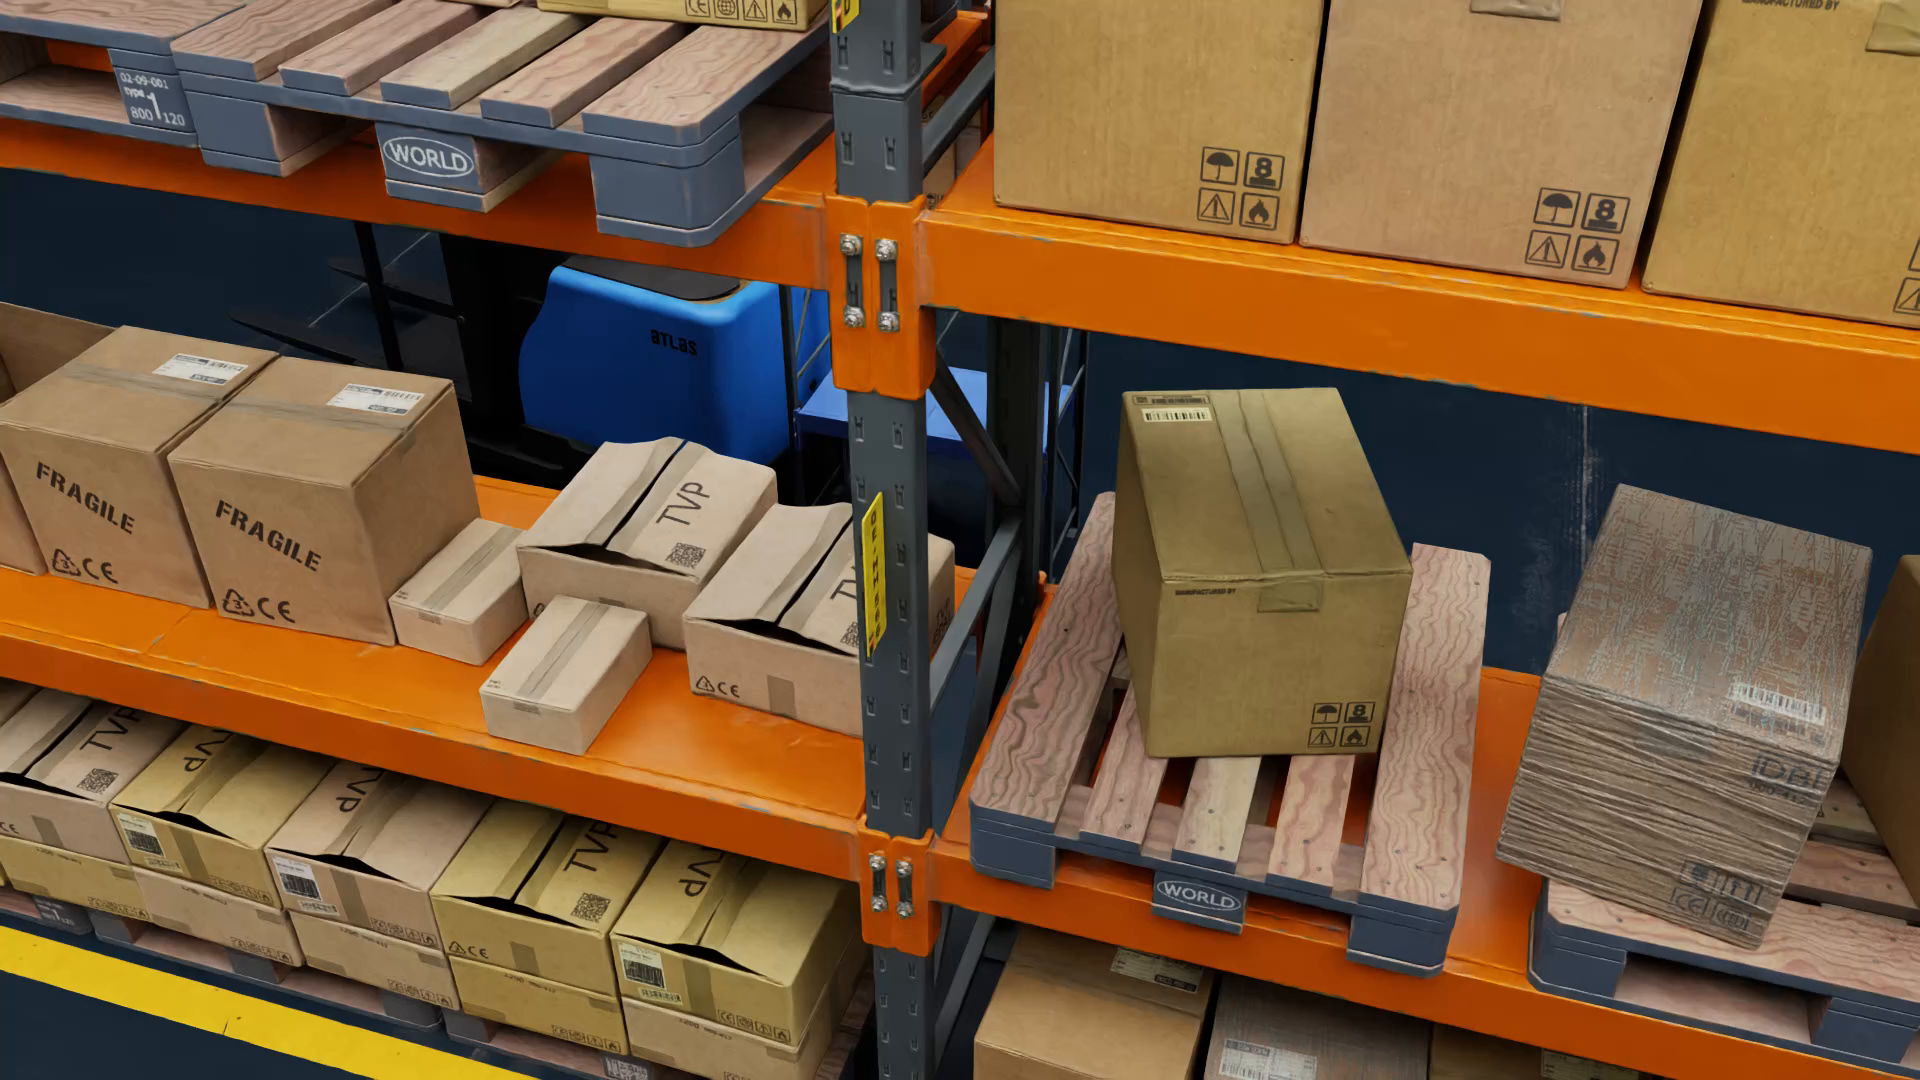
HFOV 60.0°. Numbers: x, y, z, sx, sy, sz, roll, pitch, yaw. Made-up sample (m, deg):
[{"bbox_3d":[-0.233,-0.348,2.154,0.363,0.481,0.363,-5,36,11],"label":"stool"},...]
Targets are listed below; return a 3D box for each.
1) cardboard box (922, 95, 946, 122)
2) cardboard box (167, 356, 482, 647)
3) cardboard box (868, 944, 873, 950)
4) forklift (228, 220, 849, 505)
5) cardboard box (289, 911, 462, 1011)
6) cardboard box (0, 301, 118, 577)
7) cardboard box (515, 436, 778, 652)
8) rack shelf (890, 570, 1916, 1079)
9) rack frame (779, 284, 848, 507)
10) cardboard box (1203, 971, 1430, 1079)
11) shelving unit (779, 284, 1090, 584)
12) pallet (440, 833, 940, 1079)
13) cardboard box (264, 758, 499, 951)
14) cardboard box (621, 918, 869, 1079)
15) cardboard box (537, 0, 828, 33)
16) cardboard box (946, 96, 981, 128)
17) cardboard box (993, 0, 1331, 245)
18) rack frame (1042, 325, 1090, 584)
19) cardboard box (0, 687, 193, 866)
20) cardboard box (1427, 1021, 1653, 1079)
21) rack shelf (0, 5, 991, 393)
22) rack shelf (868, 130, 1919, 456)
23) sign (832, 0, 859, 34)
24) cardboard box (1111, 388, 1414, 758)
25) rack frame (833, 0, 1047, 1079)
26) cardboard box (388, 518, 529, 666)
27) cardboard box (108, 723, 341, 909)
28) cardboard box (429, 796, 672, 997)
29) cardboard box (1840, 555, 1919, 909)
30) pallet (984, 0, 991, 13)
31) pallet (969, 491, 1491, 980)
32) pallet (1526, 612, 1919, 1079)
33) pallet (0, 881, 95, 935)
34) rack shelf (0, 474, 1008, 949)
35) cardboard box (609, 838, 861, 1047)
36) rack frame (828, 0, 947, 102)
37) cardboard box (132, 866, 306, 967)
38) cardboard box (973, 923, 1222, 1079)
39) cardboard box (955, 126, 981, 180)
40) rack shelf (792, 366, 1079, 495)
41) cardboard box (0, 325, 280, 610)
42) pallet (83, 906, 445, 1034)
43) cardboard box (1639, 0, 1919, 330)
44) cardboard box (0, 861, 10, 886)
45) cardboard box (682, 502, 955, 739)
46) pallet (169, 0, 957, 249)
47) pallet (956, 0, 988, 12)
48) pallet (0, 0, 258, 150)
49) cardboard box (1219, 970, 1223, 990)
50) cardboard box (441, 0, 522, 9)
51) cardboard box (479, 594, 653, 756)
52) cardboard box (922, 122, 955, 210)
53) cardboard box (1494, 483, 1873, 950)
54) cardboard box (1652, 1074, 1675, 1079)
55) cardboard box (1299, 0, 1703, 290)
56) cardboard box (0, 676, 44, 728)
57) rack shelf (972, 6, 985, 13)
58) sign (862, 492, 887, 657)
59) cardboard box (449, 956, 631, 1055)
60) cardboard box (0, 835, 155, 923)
[{"bbox_3d":[-0.246,-2.378,8.555,0.500,0.250,0.500,10,38,14],"label":"cardboard box"},{"bbox_3d":[-1.606,-0.108,4.281,0.500,0.500,0.500,9,37,11],"label":"cardboard box"},{"bbox_3d":[-0.411,0.900,4.963,0.500,0.250,0.500,10,38,14],"label":"cardboard box"},{"bbox_3d":[-1.952,-1.806,6.731,3.031,2.935,1.130,18,40,23],"label":"forklift"},{"bbox_3d":[-1.546,1.024,4.794,0.500,0.250,0.500,11,38,15],"label":"cardboard box"},{"bbox_3d":[-2.586,-0.289,4.528,0.500,0.500,0.500,13,38,17],"label":"cardboard box"},{"bbox_3d":[-0.795,-0.012,4.311,0.500,0.311,0.500,10,38,13],"label":"cardboard box"},{"bbox_3d":[1.910,0.863,3.654,4.000,0.370,1.077,10,38,14],"label":"rack shelf"},{"bbox_3d":[-0.567,-0.709,6.448,0.032,1.500,0.500,10,38,14],"label":"rack frame"},{"bbox_3d":[0.852,1.381,4.081,0.500,0.500,0.500,9,37,12],"label":"cardboard box"},{"bbox_3d":[-0.081,-0.619,6.326,1.048,1.500,0.538,10,38,14],"label":"shelving unit"},{"bbox_3d":[-0.773,1.175,4.975,1.213,0.211,1.003,10,38,14],"label":"pallet"},{"bbox_3d":[-1.551,0.800,4.625,0.500,0.311,0.500,10,38,14],"label":"cardboard box"},{"bbox_3d":[-0.574,1.203,4.550,0.500,0.250,0.500,11,38,15],"label":"cardboard box"},{"bbox_3d":[-0.449,-1.145,3.017,0.500,0.250,0.500,8,37,10],"label":"cardboard box"},{"bbox_3d":[0.246,-2.290,8.436,0.500,0.250,0.500,11,38,15],"label":"cardboard box"},{"bbox_3d":[0.427,-0.970,2.923,0.500,0.500,0.910,10,38,14],"label":"cardboard box"},{"bbox_3d":[0.404,-0.529,6.204,0.032,1.500,0.500,10,38,14],"label":"rack frame"},{"bbox_3d":[-2.526,0.622,4.867,0.500,0.311,0.500,9,37,12],"label":"cardboard box"},{"bbox_3d":[1.329,1.473,3.956,0.500,0.500,0.500,10,38,13],"label":"cardboard box"},{"bbox_3d":[-1.908,-1.052,3.725,4.000,0.370,1.077,10,38,14],"label":"rack shelf"},{"bbox_3d":[1.910,-0.345,2.764,4.000,0.370,1.077,10,38,14],"label":"rack shelf"},{"bbox_3d":[-0.172,-0.916,2.430,0.005,0.325,0.100,10,38,14],"label":"sign"},{"bbox_3d":[0.636,0.058,3.702,0.500,0.500,0.700,-1,36,-2],"label":"cardboard box"},{"bbox_3d":[0.001,0.220,3.921,0.127,3.000,1.000,10,38,14],"label":"rack frame"},{"bbox_3d":[-1.233,0.128,4.258,0.250,0.149,0.380,13,38,17],"label":"cardboard box"},{"bbox_3d":[-2.029,0.710,4.747,0.500,0.311,0.500,12,38,15],"label":"cardboard box"},{"bbox_3d":[-1.070,0.891,4.501,0.500,0.311,0.500,10,38,13],"label":"cardboard box"},{"bbox_3d":[2.114,0.440,3.183,0.500,0.500,0.700,2,36,2],"label":"cardboard box"},{"bbox_3d":[0.762,-2.572,7.876,1.003,0.211,1.213,10,38,14],"label":"pallet"},{"bbox_3d":[0.669,0.377,3.869,1.003,0.211,1.213,10,38,14],"label":"pallet"},{"bbox_3d":[1.859,0.638,3.514,1.213,0.211,1.003,10,38,14],"label":"pallet"},{"bbox_3d":[-3.102,0.744,5.561,1.213,0.211,1.003,10,38,14],"label":"pallet"},{"bbox_3d":[-1.908,0.156,4.614,4.000,0.370,1.077,10,38,14],"label":"rack shelf"},{"bbox_3d":[-0.572,0.979,4.381,0.500,0.311,0.500,11,38,15],"label":"cardboard box"},{"bbox_3d":[0.001,-2.196,2.142,0.127,3.000,1.000,10,38,14],"label":"rack frame"},{"bbox_3d":[-2.038,0.934,4.915,0.500,0.250,0.500,11,38,15],"label":"cardboard box"},{"bbox_3d":[0.350,1.292,4.202,0.500,0.500,0.500,12,38,16],"label":"cardboard box"},{"bbox_3d":[0.315,-2.009,8.686,0.500,0.500,0.700,10,38,14],"label":"cardboard box"},{"bbox_3d":[-0.081,-0.474,6.433,1.000,0.185,0.538,10,38,14],"label":"rack shelf"},{"bbox_3d":[-2.108,-0.201,4.408,0.500,0.500,0.500,11,38,14],"label":"cardboard box"},{"bbox_3d":[-1.934,0.959,5.269,1.213,0.211,1.003,10,38,14],"label":"pallet"},{"bbox_3d":[1.411,-0.788,2.676,0.500,0.500,0.910,10,38,14],"label":"cardboard box"},{"bbox_3d":[-3.018,0.754,5.161,0.500,0.250,0.500,11,38,15],"label":"cardboard box"},{"bbox_3d":[-0.333,0.167,4.068,0.500,0.311,0.500,13,38,17],"label":"cardboard box"},{"bbox_3d":[-0.673,-0.981,3.182,1.003,0.211,1.213,12,38,16],"label":"pallet"},{"bbox_3d":[-0.427,-2.833,8.230,1.213,0.211,1.003,10,38,14],"label":"pallet"},{"bbox_3d":[-1.742,-1.177,3.448,1.213,0.211,1.003,12,38,16],"label":"pallet"},{"bbox_3d":[0.964,1.082,4.487,0.500,0.500,0.500,12,38,16],"label":"cardboard box"},{"bbox_3d":[-0.955,-1.228,3.129,0.500,0.250,0.500,11,38,15],"label":"cardboard box"},{"bbox_3d":[-0.940,0.319,3.999,0.250,0.149,0.380,10,38,14],"label":"cardboard box"},{"bbox_3d":[-0.168,-2.080,8.784,0.500,0.500,0.700,10,38,14],"label":"cardboard box"},{"bbox_3d":[1.452,0.328,3.335,0.500,0.500,0.700,18,40,22],"label":"cardboard box"},{"bbox_3d":[1.829,1.562,3.835,0.500,0.500,0.500,9,37,12],"label":"cardboard box"},{"bbox_3d":[0.914,-0.880,2.800,0.500,0.500,0.910,10,38,14],"label":"cardboard box"},{"bbox_3d":[-3.021,0.531,4.991,0.500,0.311,0.500,10,38,13],"label":"cardboard box"},{"bbox_3d":[-0.435,-2.647,8.423,4.000,0.370,1.077,10,38,14],"label":"rack shelf"},{"bbox_3d":[-0.161,0.068,3.150,0.005,0.325,0.100,10,38,14],"label":"sign"},{"bbox_3d":[-1.067,1.114,4.671,0.500,0.250,0.500,10,38,13],"label":"cardboard box"},{"bbox_3d":[-2.523,0.844,5.038,0.500,0.250,0.500,9,37,12],"label":"cardboard box"}]
